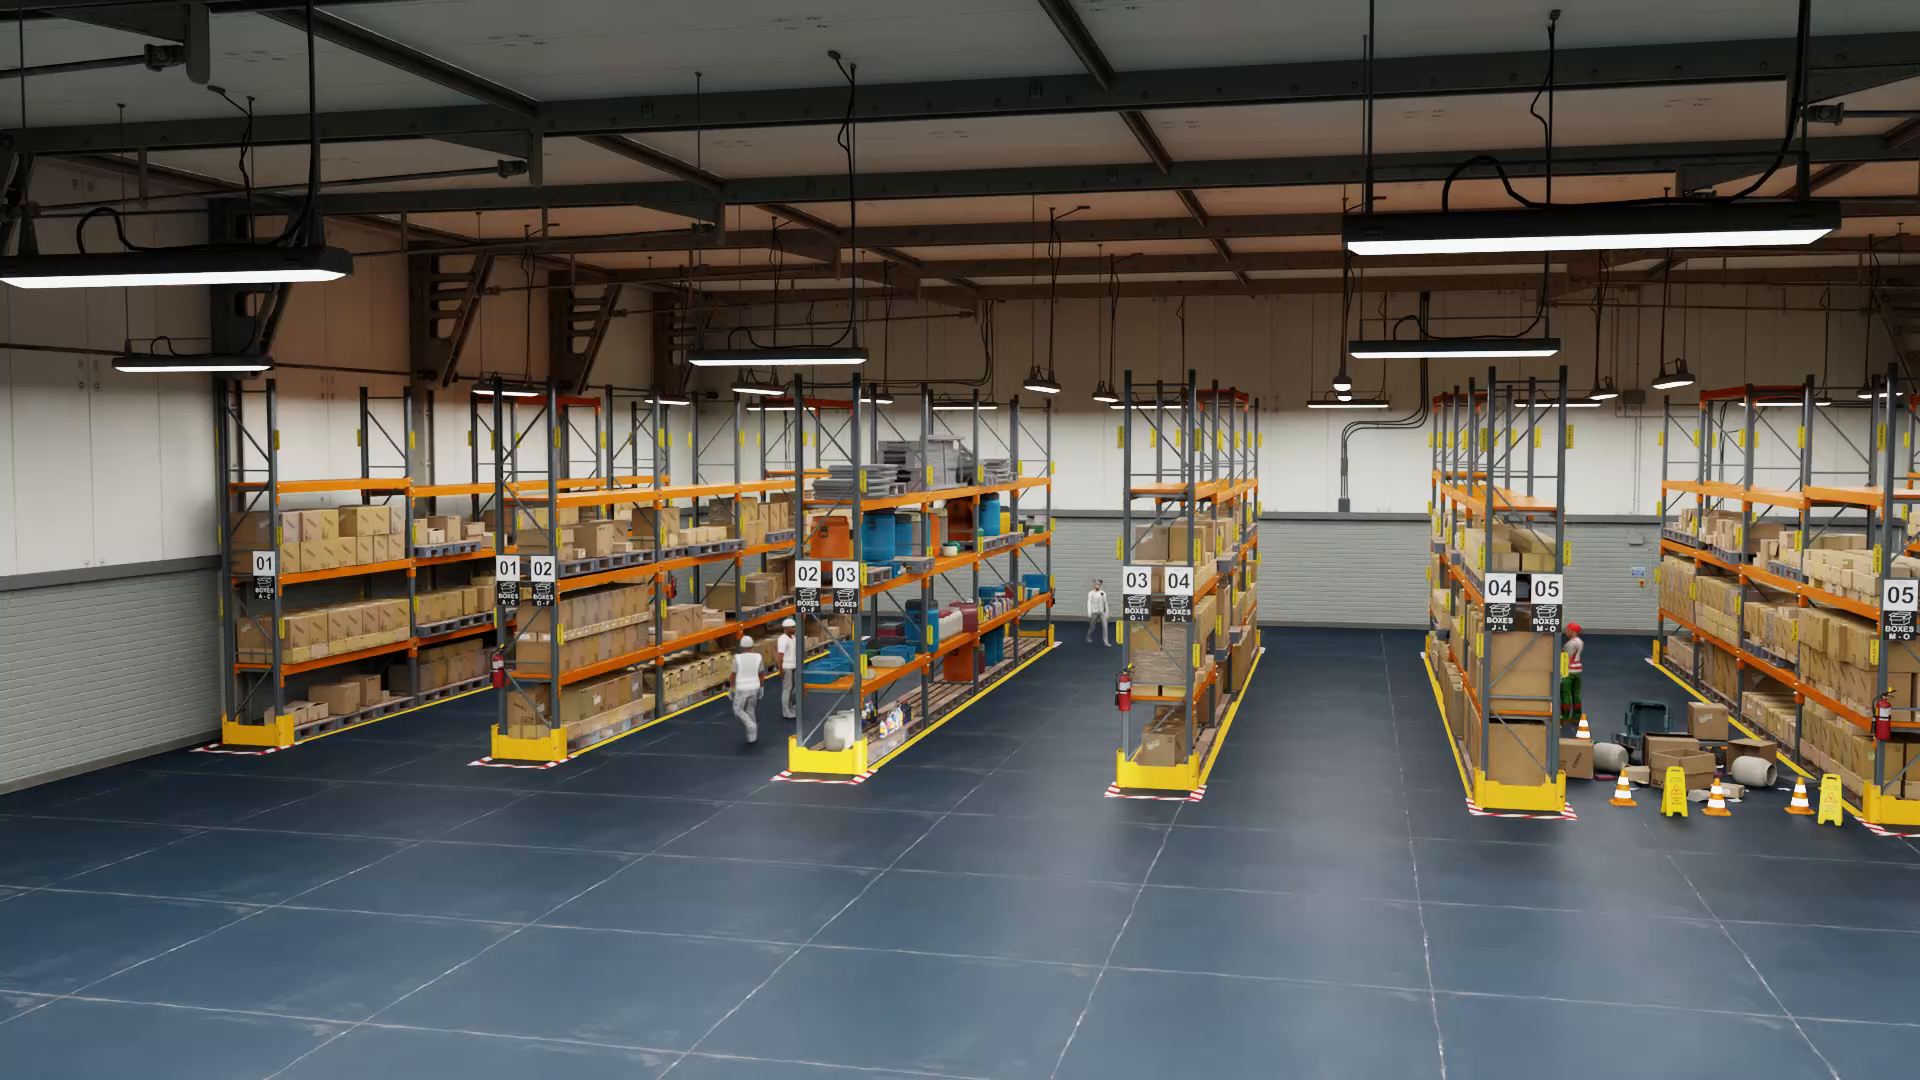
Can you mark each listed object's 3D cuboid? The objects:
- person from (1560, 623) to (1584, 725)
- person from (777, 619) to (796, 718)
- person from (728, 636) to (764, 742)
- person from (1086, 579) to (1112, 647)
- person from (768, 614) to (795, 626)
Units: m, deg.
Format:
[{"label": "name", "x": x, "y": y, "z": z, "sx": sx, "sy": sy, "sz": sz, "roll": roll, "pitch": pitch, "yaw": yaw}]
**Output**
[{"label": "person", "x": 10.769, "y": 2.354, "z": 29.362, "sx": 0.610, "sy": 1.797, "sz": 0.415, "roll": -2, "pitch": 4, "yaw": -32}, {"label": "person", "x": -3.081, "y": 2.334, "z": 30.105, "sx": 0.385, "sy": 1.802, "sz": 0.620, "roll": 1, "pitch": 4, "yaw": 20}, {"label": "person", "x": -3.495, "y": 2.461, "z": 27.377, "sx": 0.586, "sy": 1.774, "sz": 0.645, "roll": -3, "pitch": 4, "yaw": -37}, {"label": "person", "x": 3.342, "y": 1.755, "z": 40.401, "sx": 0.583, "sy": 1.622, "sz": 0.886, "roll": -1, "pitch": 4, "yaw": -18}, {"label": "person", "x": -4.508, "y": 1.585, "z": 42.994, "sx": 0.984, "sy": 1.625, "sz": 0.588, "roll": 0, "pitch": 3, "yaw": 2}]
